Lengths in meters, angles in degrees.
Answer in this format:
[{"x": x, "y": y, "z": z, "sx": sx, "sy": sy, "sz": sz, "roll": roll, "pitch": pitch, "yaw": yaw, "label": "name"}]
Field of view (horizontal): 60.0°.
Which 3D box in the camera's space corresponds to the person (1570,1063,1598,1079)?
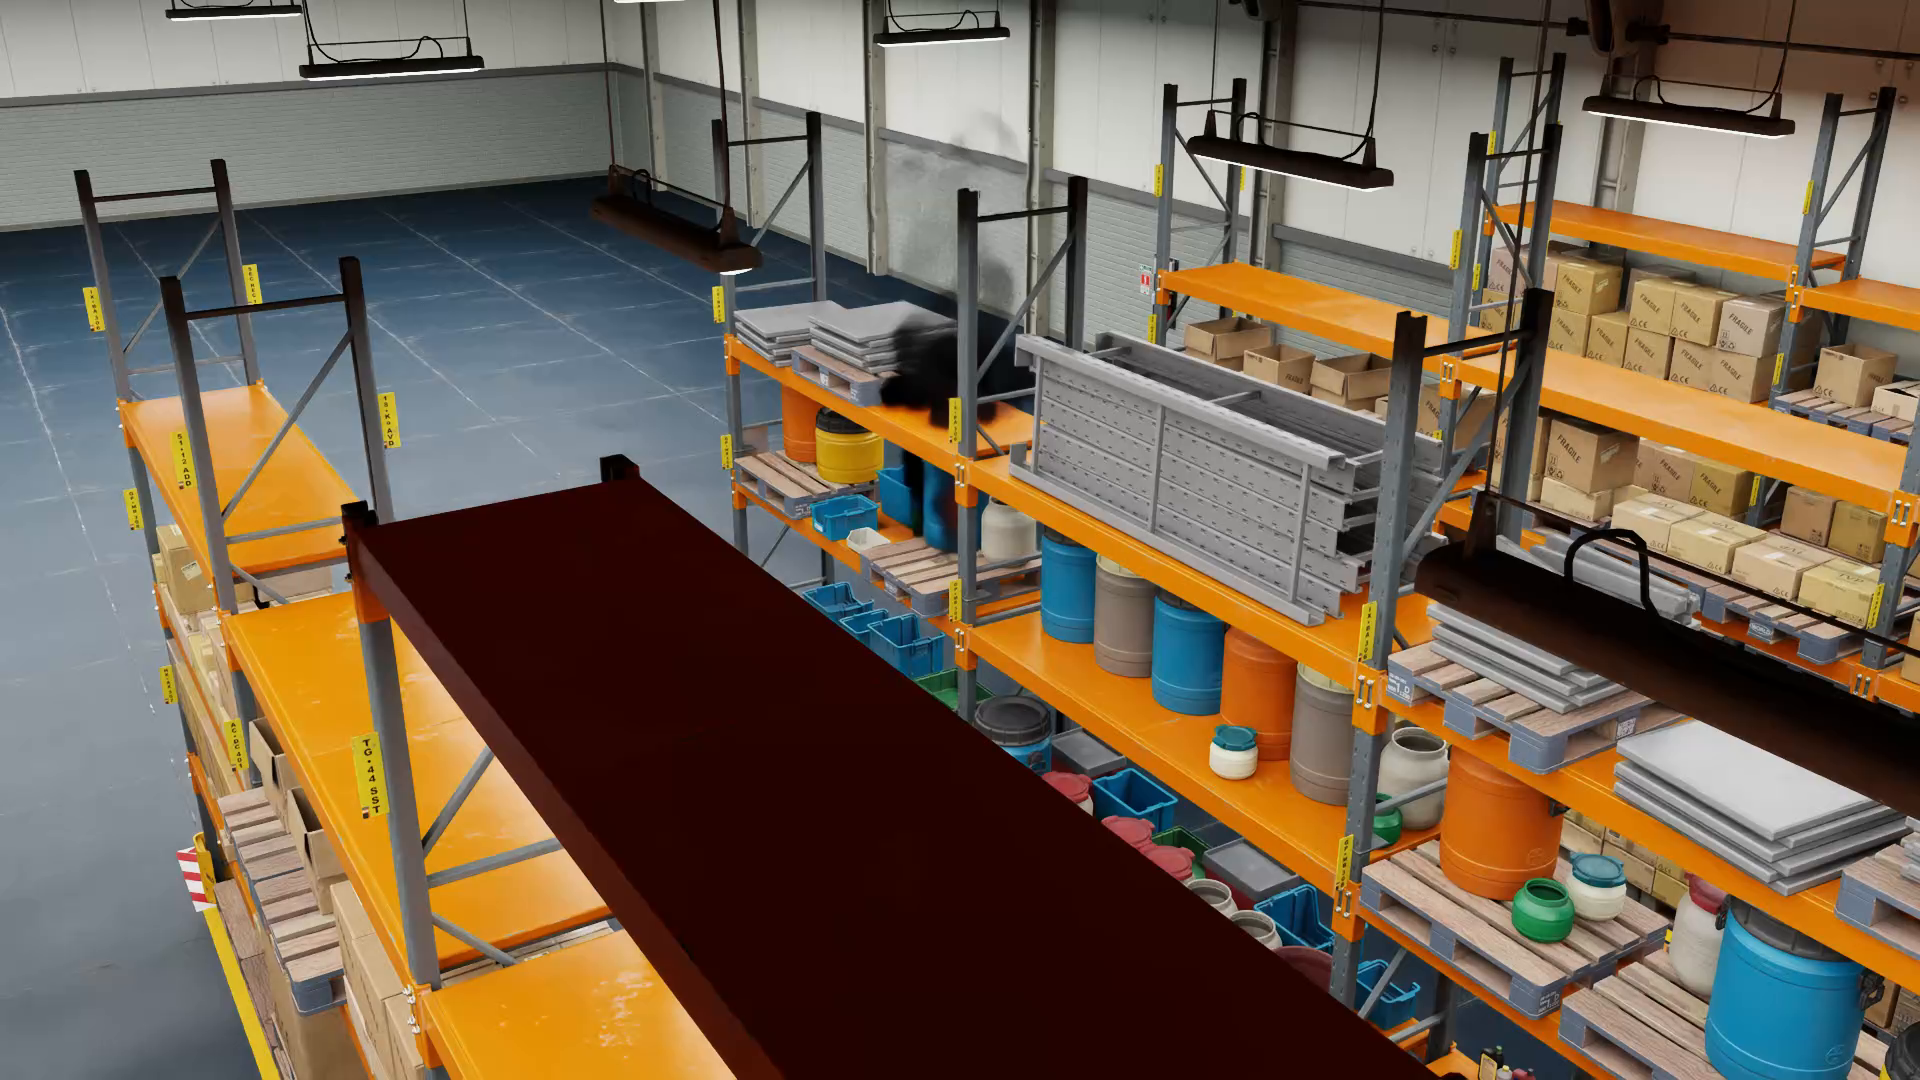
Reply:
[{"x": 4.292, "y": 3.296, "z": 10.997, "sx": 0.536, "sy": 1.583, "sz": 0.856, "roll": -15, "pitch": 26, "yaw": -33, "label": "person"}]
